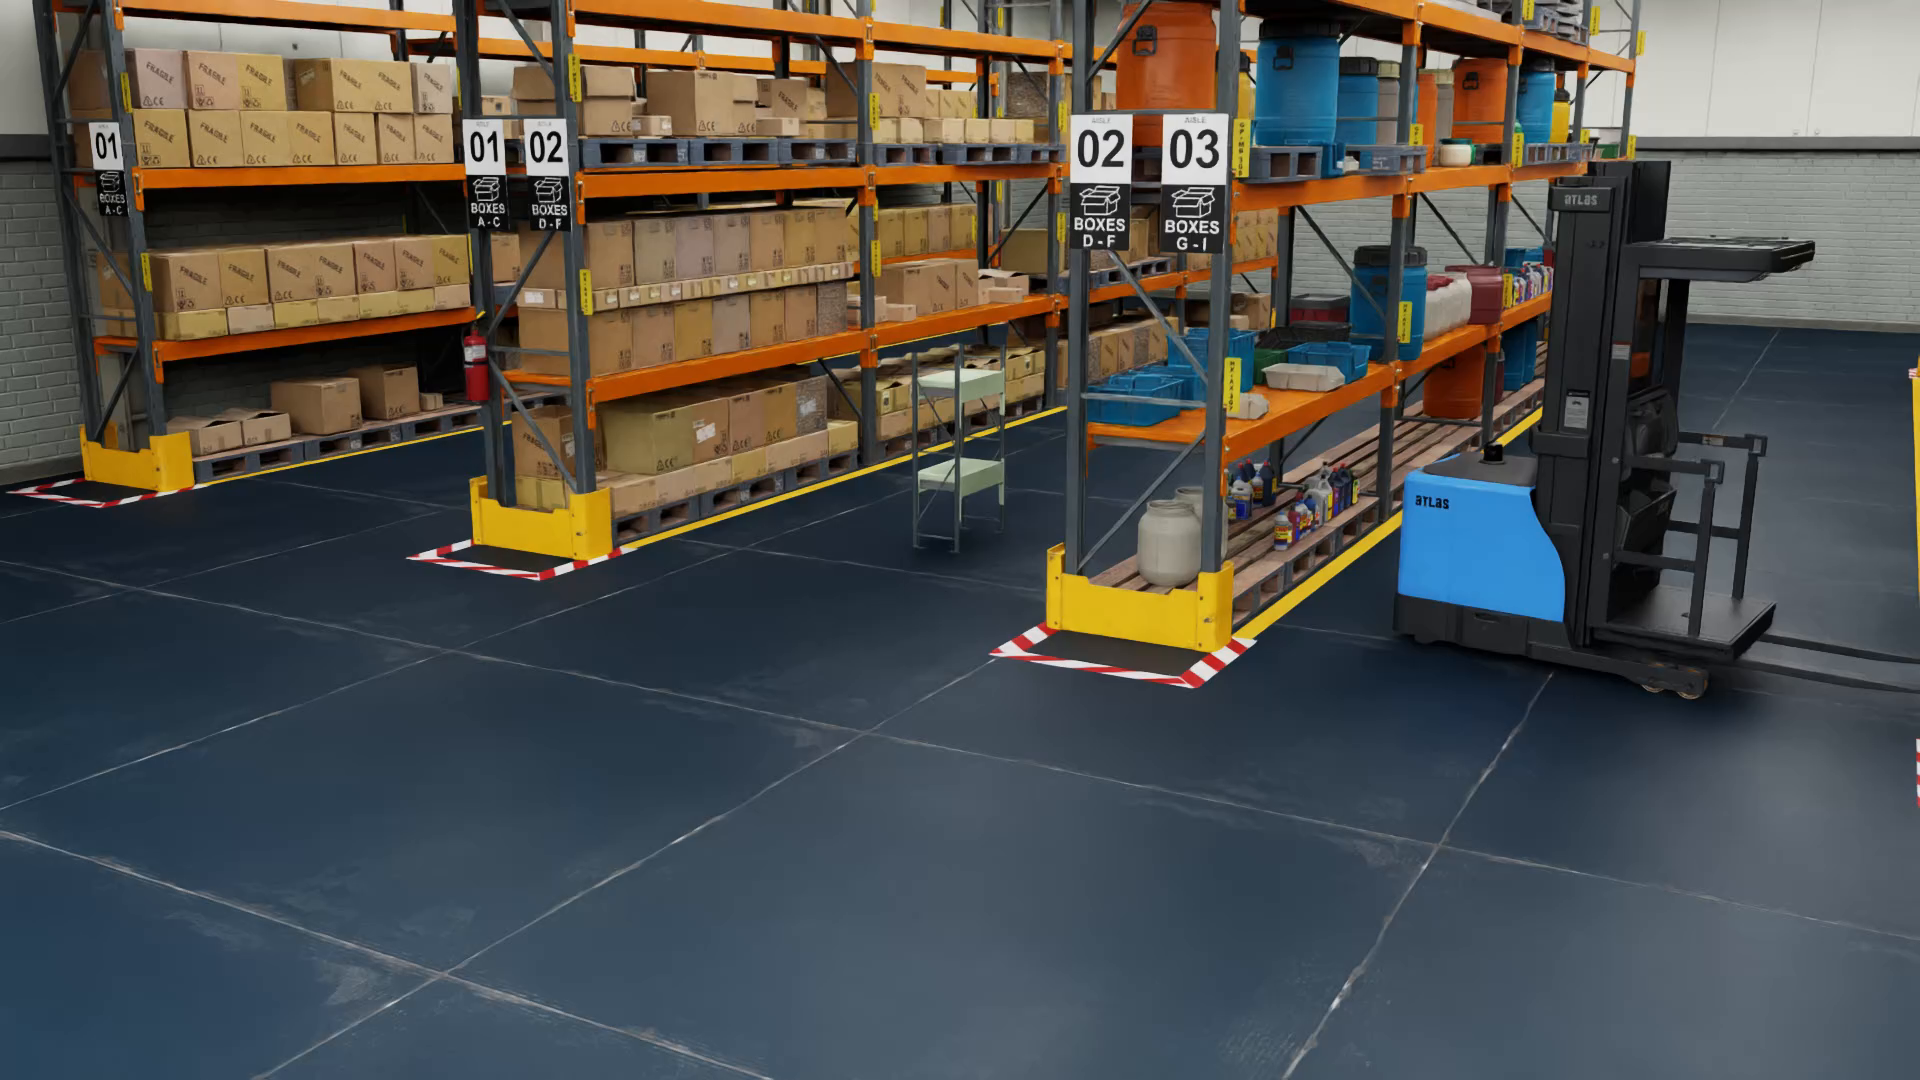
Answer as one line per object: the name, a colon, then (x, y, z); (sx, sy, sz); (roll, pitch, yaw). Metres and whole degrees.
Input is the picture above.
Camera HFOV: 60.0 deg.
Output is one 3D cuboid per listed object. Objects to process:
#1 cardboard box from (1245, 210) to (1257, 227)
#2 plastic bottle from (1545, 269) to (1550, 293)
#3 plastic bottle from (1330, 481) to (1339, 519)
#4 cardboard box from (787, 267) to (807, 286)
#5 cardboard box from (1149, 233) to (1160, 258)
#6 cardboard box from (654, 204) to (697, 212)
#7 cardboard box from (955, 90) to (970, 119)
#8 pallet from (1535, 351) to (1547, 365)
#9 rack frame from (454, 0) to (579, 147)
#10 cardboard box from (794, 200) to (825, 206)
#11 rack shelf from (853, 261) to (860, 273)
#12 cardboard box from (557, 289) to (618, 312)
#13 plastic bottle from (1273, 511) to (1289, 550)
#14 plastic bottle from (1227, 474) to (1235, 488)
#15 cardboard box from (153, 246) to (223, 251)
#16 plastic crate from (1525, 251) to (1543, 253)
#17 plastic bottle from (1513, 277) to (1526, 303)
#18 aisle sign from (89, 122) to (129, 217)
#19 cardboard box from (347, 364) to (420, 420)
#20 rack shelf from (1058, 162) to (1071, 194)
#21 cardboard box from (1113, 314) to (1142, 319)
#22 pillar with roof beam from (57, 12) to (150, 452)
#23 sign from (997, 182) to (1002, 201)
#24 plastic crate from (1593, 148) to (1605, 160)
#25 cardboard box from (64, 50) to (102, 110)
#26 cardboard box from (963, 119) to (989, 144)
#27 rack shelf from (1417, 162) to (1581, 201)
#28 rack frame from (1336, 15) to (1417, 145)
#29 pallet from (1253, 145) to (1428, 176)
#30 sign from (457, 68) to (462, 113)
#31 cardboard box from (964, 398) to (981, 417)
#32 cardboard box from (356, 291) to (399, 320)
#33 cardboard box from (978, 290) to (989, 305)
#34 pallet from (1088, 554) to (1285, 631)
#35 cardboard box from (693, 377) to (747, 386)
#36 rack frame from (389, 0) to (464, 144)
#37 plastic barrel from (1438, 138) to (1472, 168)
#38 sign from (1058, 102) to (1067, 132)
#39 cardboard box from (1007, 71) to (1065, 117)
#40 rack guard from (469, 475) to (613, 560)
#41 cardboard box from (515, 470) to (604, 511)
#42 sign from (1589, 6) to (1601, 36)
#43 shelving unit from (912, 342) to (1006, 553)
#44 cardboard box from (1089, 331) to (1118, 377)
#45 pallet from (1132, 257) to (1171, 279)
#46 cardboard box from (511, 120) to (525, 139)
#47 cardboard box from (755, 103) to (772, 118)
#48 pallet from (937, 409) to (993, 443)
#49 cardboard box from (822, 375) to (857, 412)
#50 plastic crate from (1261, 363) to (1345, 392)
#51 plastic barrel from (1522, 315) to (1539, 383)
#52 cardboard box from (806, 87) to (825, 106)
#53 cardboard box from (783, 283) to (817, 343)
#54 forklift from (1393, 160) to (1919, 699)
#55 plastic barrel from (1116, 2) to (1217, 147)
cardboard box: (4.067, -4.892, 24.577); (0.500, 0.500, 0.500); (8, 16, 30)
plastic bottle: (6.848, -3.055, 19.569); (0.152, 0.276, 0.135); (7, 15, 28)
plastic bottle: (2.871, -0.317, 12.806); (0.061, 0.283, 0.133); (9, 16, 32)
cardboard box: (-1.585, -2.353, 14.798); (0.380, 0.149, 0.250); (7, 15, 28)
cardboard box: (2.615, -4.050, 23.218); (0.500, 0.500, 0.500); (8, 16, 29)
cardboard box: (-3.682, -4.299, 21.975); (0.500, 0.250, 0.500); (8, 16, 30)
cardboard box: (-0.173, -6.971, 26.758); (0.500, 0.500, 0.500); (8, 16, 30)
pallet: (7.843, -2.358, 22.365); (1.003, 0.211, 1.213); (7, 15, 28)
rack frame: (-3.203, -4.324, 11.768); (1.000, 3.000, 0.127); (7, 15, 28)
cardboard box: (-2.244, -4.664, 23.489); (0.500, 0.250, 0.500); (8, 16, 29)
rack shelf: (-2.707, -3.670, 23.390); (1.077, 0.370, 4.000); (7, 15, 28)
cardboard box: (-2.825, -1.827, 12.616); (0.380, 0.149, 0.250); (7, 15, 28)
plastic bottle: (2.281, -0.070, 11.805); (0.097, 0.271, 0.097); (0, 14, 0)
plastic bottle: (2.104, -0.373, 13.038); (0.061, 0.283, 0.133); (8, 16, 31)
cardboard box: (-7.247, -2.492, 15.648); (0.500, 0.500, 0.500); (8, 16, 29)
plastic crate: (7.822, -3.792, 22.593); (0.416, 0.233, 0.300); (7, 15, 28)
plastic bottle: (6.161, -2.763, 18.359); (0.152, 0.276, 0.135); (7, 15, 28)
aisle sign: (-7.313, -3.183, 14.289); (0.394, 0.787, 0.004); (7, 15, 28)
cardboard box: (-6.074, -1.570, 17.539); (0.500, 0.500, 0.500); (6, 15, 24)
rack shelf: (1.631, -4.568, 20.714); (1.077, 0.370, 4.000); (7, 15, 28)
cardboard box: (2.151, -2.796, 22.628); (0.500, 0.500, 0.500); (7, 15, 26)
pillar with roof beam: (-4.191, -4.638, 13.072); (9.100, 9.000, 0.400); (7, 15, 28)
sign: (0.662, -5.864, 27.982); (0.100, 0.325, 0.005); (7, 15, 28)
plastic crate: (8.084, -5.006, 21.561); (0.437, 0.136, 0.530); (7, 15, 28)
cardboard box: (-7.562, -4.089, 14.803); (0.500, 0.500, 0.500); (8, 16, 31)
cardboard box: (-0.030, -4.313, 17.547); (0.500, 0.250, 0.500); (7, 15, 27)
rack shelf: (5.966, -4.006, 18.383); (1.077, 0.370, 4.000); (7, 15, 28)
rack frame: (3.065, -4.583, 12.841); (1.000, 3.000, 0.127); (7, 15, 28)
pallet: (2.802, -2.873, 12.555); (1.213, 0.211, 1.003); (7, 15, 28)
sign: (-3.671, -3.322, 12.292); (0.100, 0.325, 0.005); (7, 15, 28)
cardboard box: (-0.114, -1.466, 17.684); (0.500, 0.250, 0.500); (8, 16, 29)
cardboard box: (-6.049, -2.388, 16.814); (0.500, 0.250, 0.500); (7, 15, 28)
cardboard box: (0.097, -2.659, 18.197); (0.380, 0.149, 0.250); (9, 16, 32)
pallet: (1.524, 0.323, 11.243); (1.003, 0.211, 1.213); (7, 15, 28)
cardboard box: (-2.251, -1.195, 14.962); (0.500, 0.500, 0.500); (7, 15, 28)
rack frame: (-5.608, -5.705, 17.497); (1.000, 3.000, 0.127); (7, 15, 28)
plastic barrel: (4.588, -3.590, 15.421); (0.301, 0.262, 0.301); (0, 14, 0)
sign: (1.146, -4.732, 18.590); (0.100, 0.325, 0.005); (7, 15, 28)
cardboard box: (0.881, -5.130, 19.167); (0.500, 0.500, 0.500); (7, 15, 28)
rack guard: (-3.215, -0.187, 12.744); (1.175, 0.500, 0.348); (7, 15, 28)
cardboard box: (-3.202, -0.418, 13.340); (0.500, 0.250, 0.500); (7, 15, 28)
sign: (7.413, -6.060, 19.414); (0.100, 0.325, 0.005); (7, 15, 28)
shelving unit: (-0.003, -0.728, 12.852); (0.431, 1.500, 0.755); (7, 15, 28)
cardboard box: (1.630, -2.319, 20.646); (0.500, 0.500, 0.500); (7, 15, 27)
pallet: (2.116, -3.624, 22.077); (1.003, 0.211, 1.213); (7, 15, 28)
cardboard box: (-4.975, -4.637, 18.762); (0.500, 0.311, 0.500); (8, 16, 30)
cardboard box: (-2.005, -3.731, 14.704); (0.500, 0.311, 0.500); (6, 15, 25)
pallet: (-0.359, -1.279, 17.890); (1.003, 0.211, 1.213); (7, 15, 28)
cardboard box: (-1.324, -1.484, 16.562); (0.500, 0.311, 0.500); (7, 15, 28)
plastic crate: (2.502, -1.176, 12.074); (0.530, 0.136, 0.437); (7, 15, 28)
plastic barrel: (6.654, -2.382, 20.094); (0.600, 0.901, 0.708); (7, 15, 28)
cardboard box: (-2.280, -6.349, 23.818); (0.500, 0.250, 0.500); (9, 16, 32)
cardboard box: (-1.728, -2.076, 15.031); (0.700, 0.500, 0.500); (7, 15, 27)
forklift: (4.188, -0.672, 9.568); (3.031, 2.935, 1.130); (10, 17, 36)
plastic barrel: (1.255, -2.831, 10.162); (0.600, 0.830, 0.708); (7, 15, 28)
